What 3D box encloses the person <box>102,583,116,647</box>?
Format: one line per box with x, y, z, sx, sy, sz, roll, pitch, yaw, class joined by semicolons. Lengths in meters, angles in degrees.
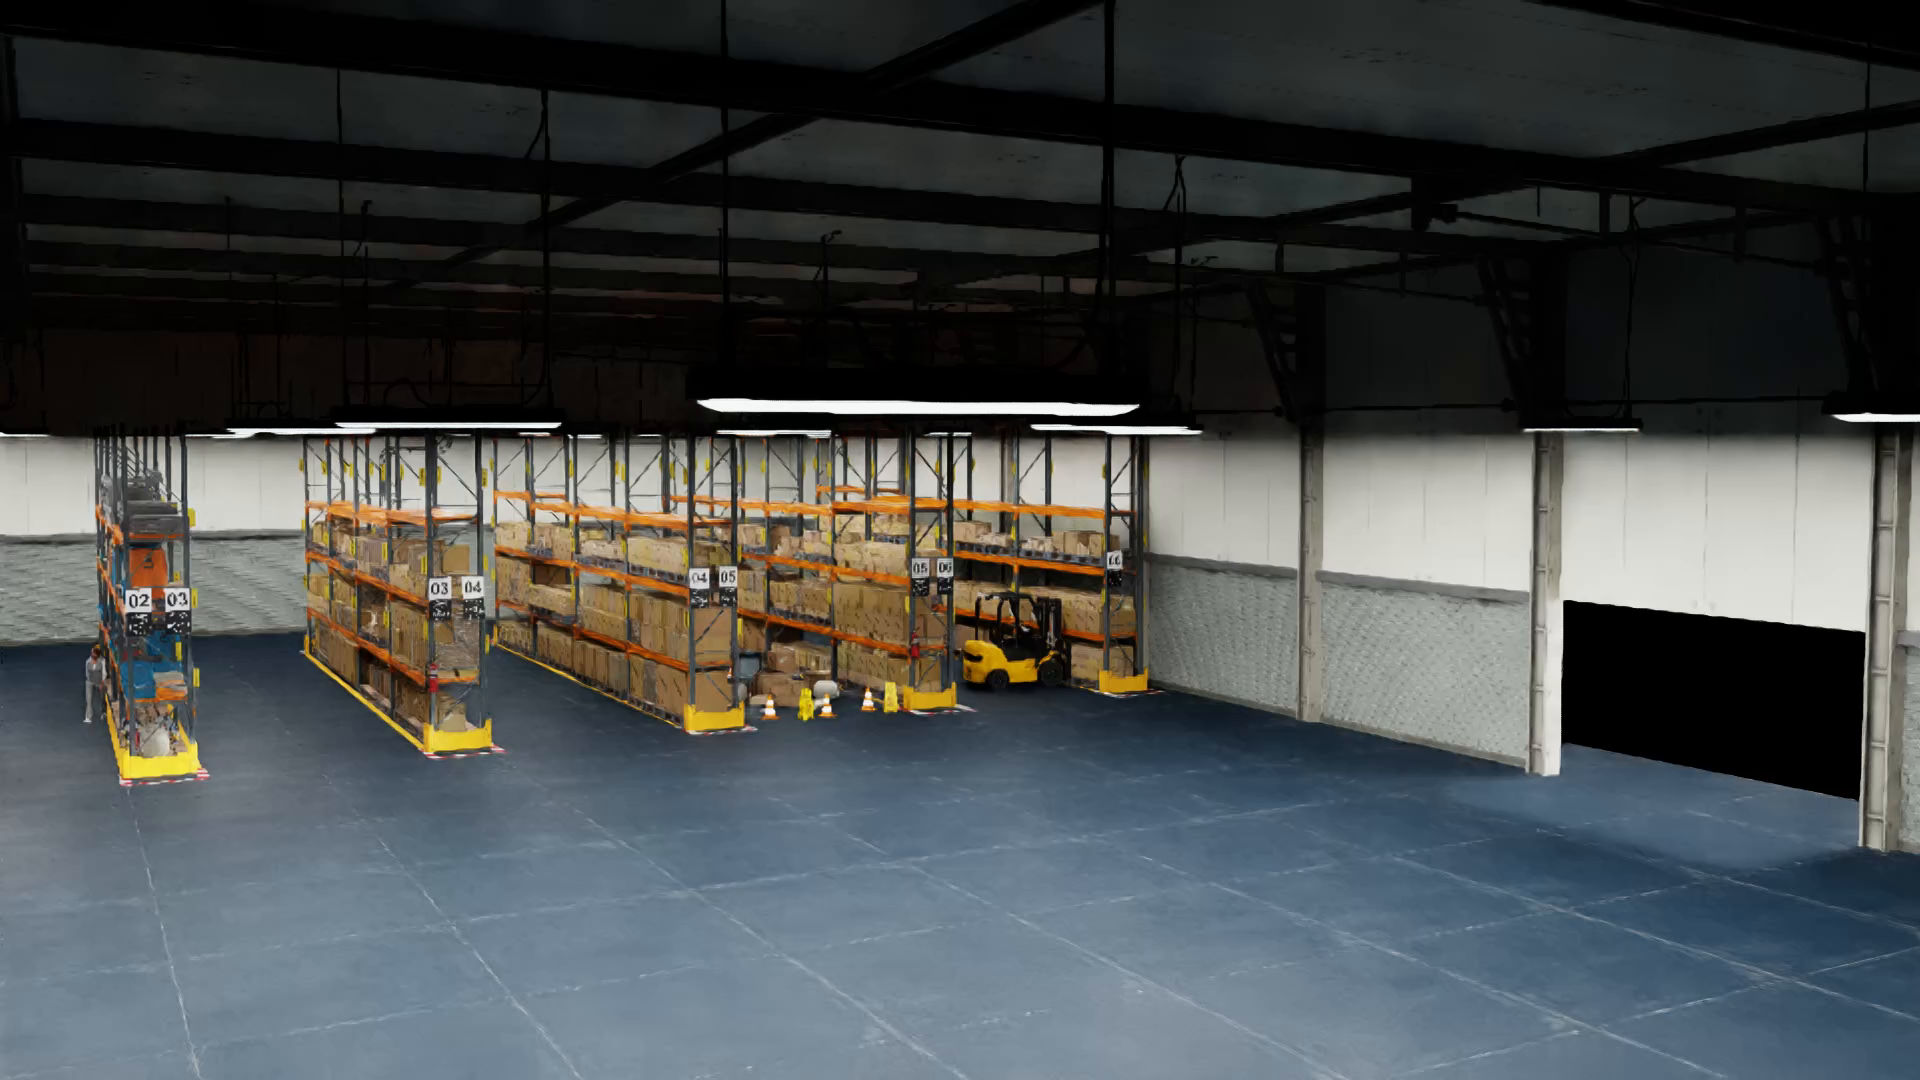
-23.446;2.058;46.001;0.579;1.775;0.567;0;3;7;person

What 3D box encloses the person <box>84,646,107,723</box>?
-17.486;2.903;33.675;0.407;1.532;0.963;-1;4;-19;person
